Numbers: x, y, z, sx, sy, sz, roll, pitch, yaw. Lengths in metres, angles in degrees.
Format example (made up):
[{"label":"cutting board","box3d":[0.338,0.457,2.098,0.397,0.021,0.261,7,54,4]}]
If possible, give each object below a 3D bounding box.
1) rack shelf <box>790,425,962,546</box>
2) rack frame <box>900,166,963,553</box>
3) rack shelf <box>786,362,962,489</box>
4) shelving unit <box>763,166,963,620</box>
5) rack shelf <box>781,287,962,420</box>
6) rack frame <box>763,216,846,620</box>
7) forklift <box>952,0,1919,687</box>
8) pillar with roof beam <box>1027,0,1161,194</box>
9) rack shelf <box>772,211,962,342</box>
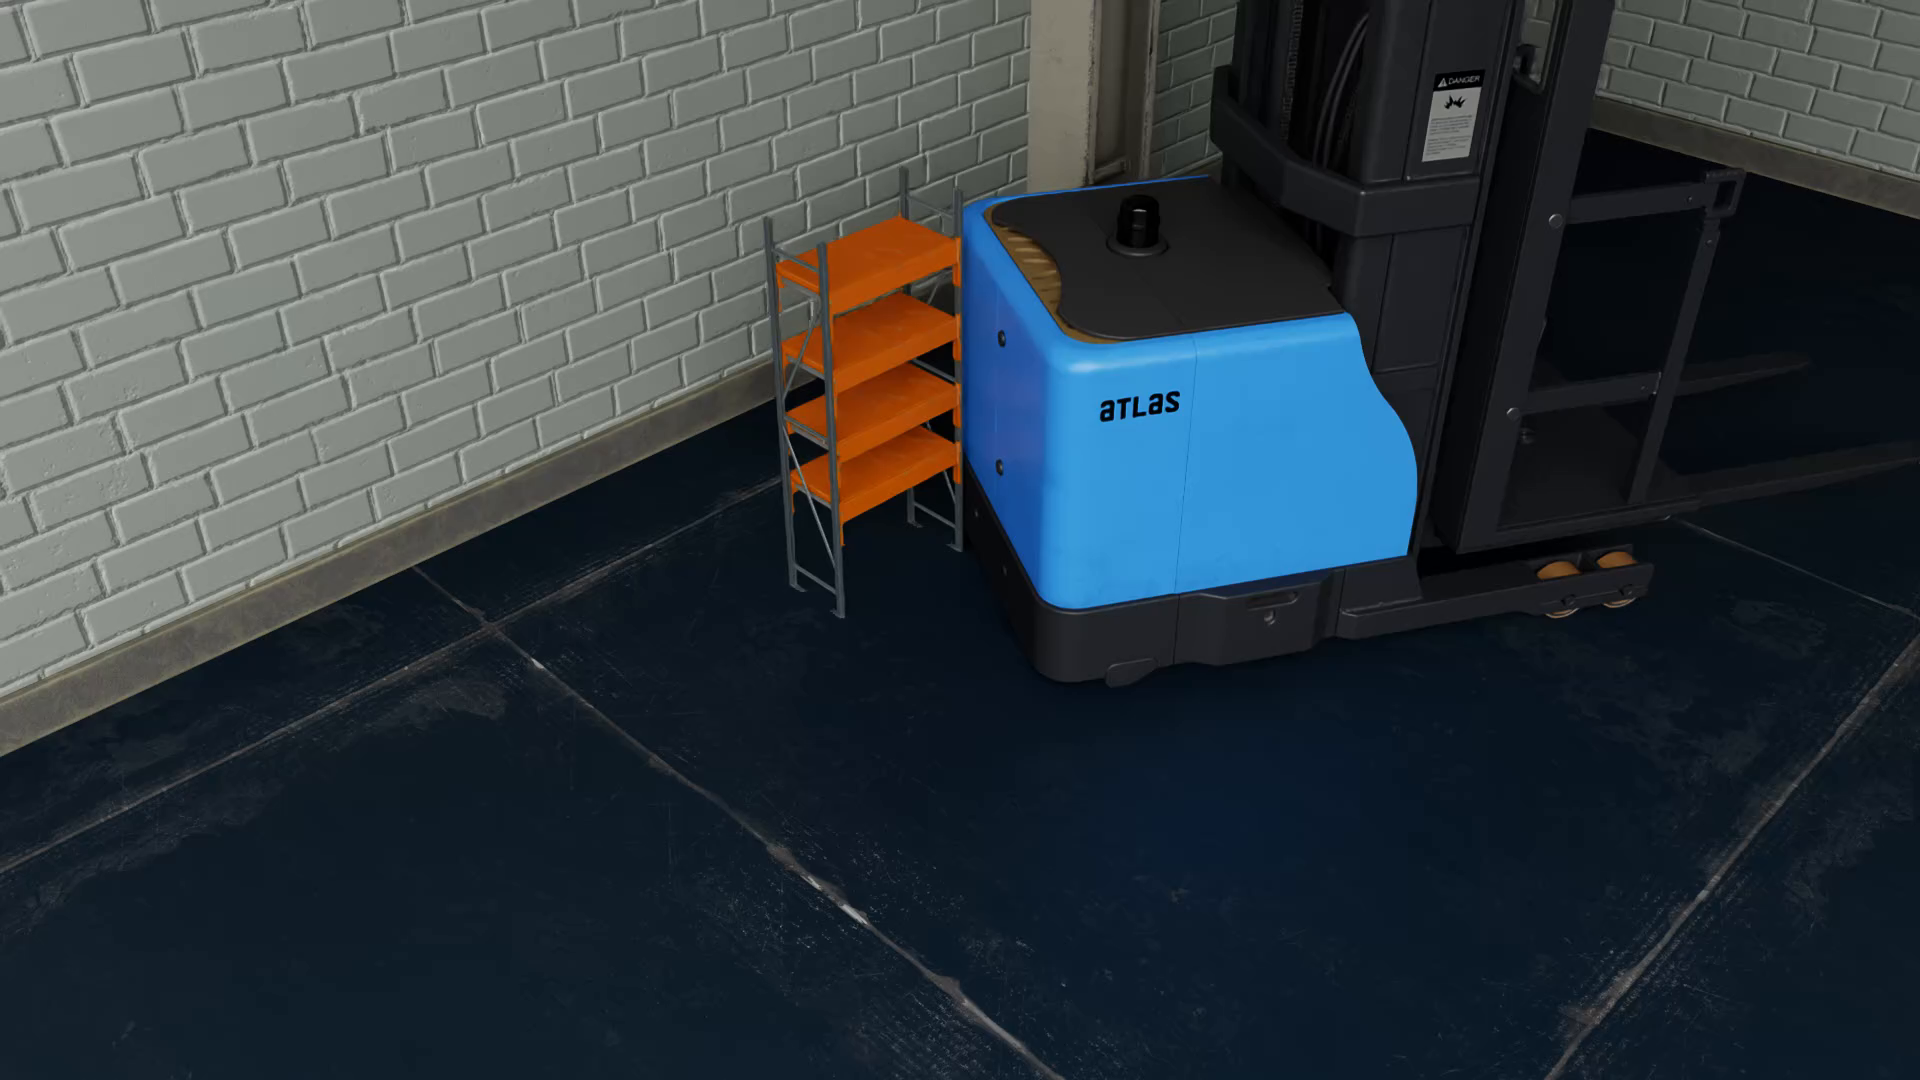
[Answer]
[{"label":"rack shelf","box3d":[-0.254,-0.188,4.935,0.480,0.148,0.258,-29,44,-35]},{"label":"rack frame","box3d":[-0.080,-0.503,4.923,0.015,1.200,0.240,-29,44,-35]},{"label":"rack shelf","box3d":[-0.254,-0.350,4.821,0.480,0.148,0.258,-29,44,-35]},{"label":"shelving unit","box3d":[-0.254,-0.406,4.783,0.503,1.200,0.258,-29,44,-35]},{"label":"rack shelf","box3d":[-0.254,-0.534,4.693,0.480,0.148,0.258,-29,44,-35]},{"label":"rack frame","box3d":[-0.428,-0.308,4.642,0.015,1.200,0.240,-29,44,-35]},{"label":"forklift","box3d":[1.551,-1.255,4.487,3.031,2.935,1.130,-9,36,-12]},{"label":"pillar with roof beam","box3d":[3.562,-3.047,1.752,9.100,9.000,0.400,30,45,35]},{"label":"rack shelf","box3d":[-0.254,-0.728,4.558,0.480,0.148,0.258,-29,44,-35]}]
